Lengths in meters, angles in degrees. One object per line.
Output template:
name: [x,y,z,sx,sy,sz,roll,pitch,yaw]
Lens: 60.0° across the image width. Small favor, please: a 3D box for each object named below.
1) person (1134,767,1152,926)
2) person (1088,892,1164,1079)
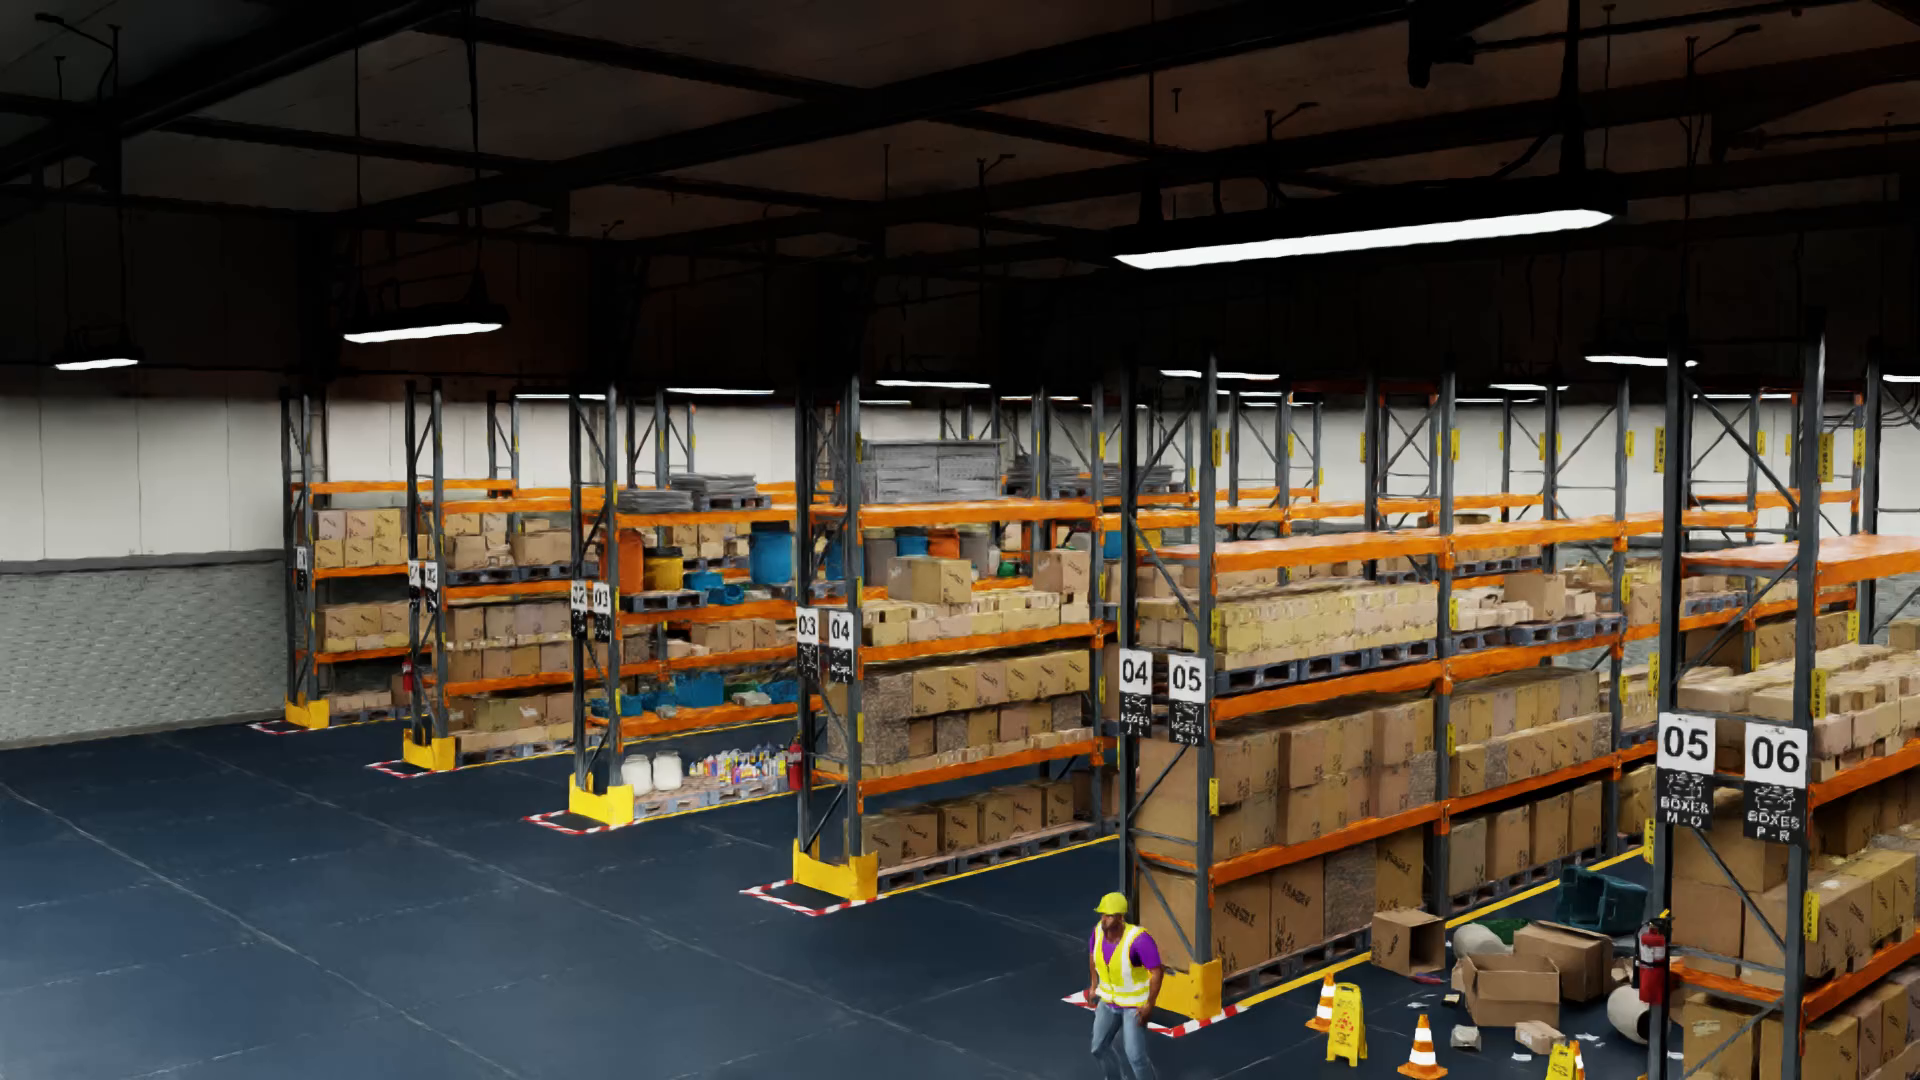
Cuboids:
person: [1.904,3.190,17.304,1.193,1.698,0.598,-3,5,-41]
person: [1.231,3.505,12.667,0.719,1.714,0.578,4,5,44]
